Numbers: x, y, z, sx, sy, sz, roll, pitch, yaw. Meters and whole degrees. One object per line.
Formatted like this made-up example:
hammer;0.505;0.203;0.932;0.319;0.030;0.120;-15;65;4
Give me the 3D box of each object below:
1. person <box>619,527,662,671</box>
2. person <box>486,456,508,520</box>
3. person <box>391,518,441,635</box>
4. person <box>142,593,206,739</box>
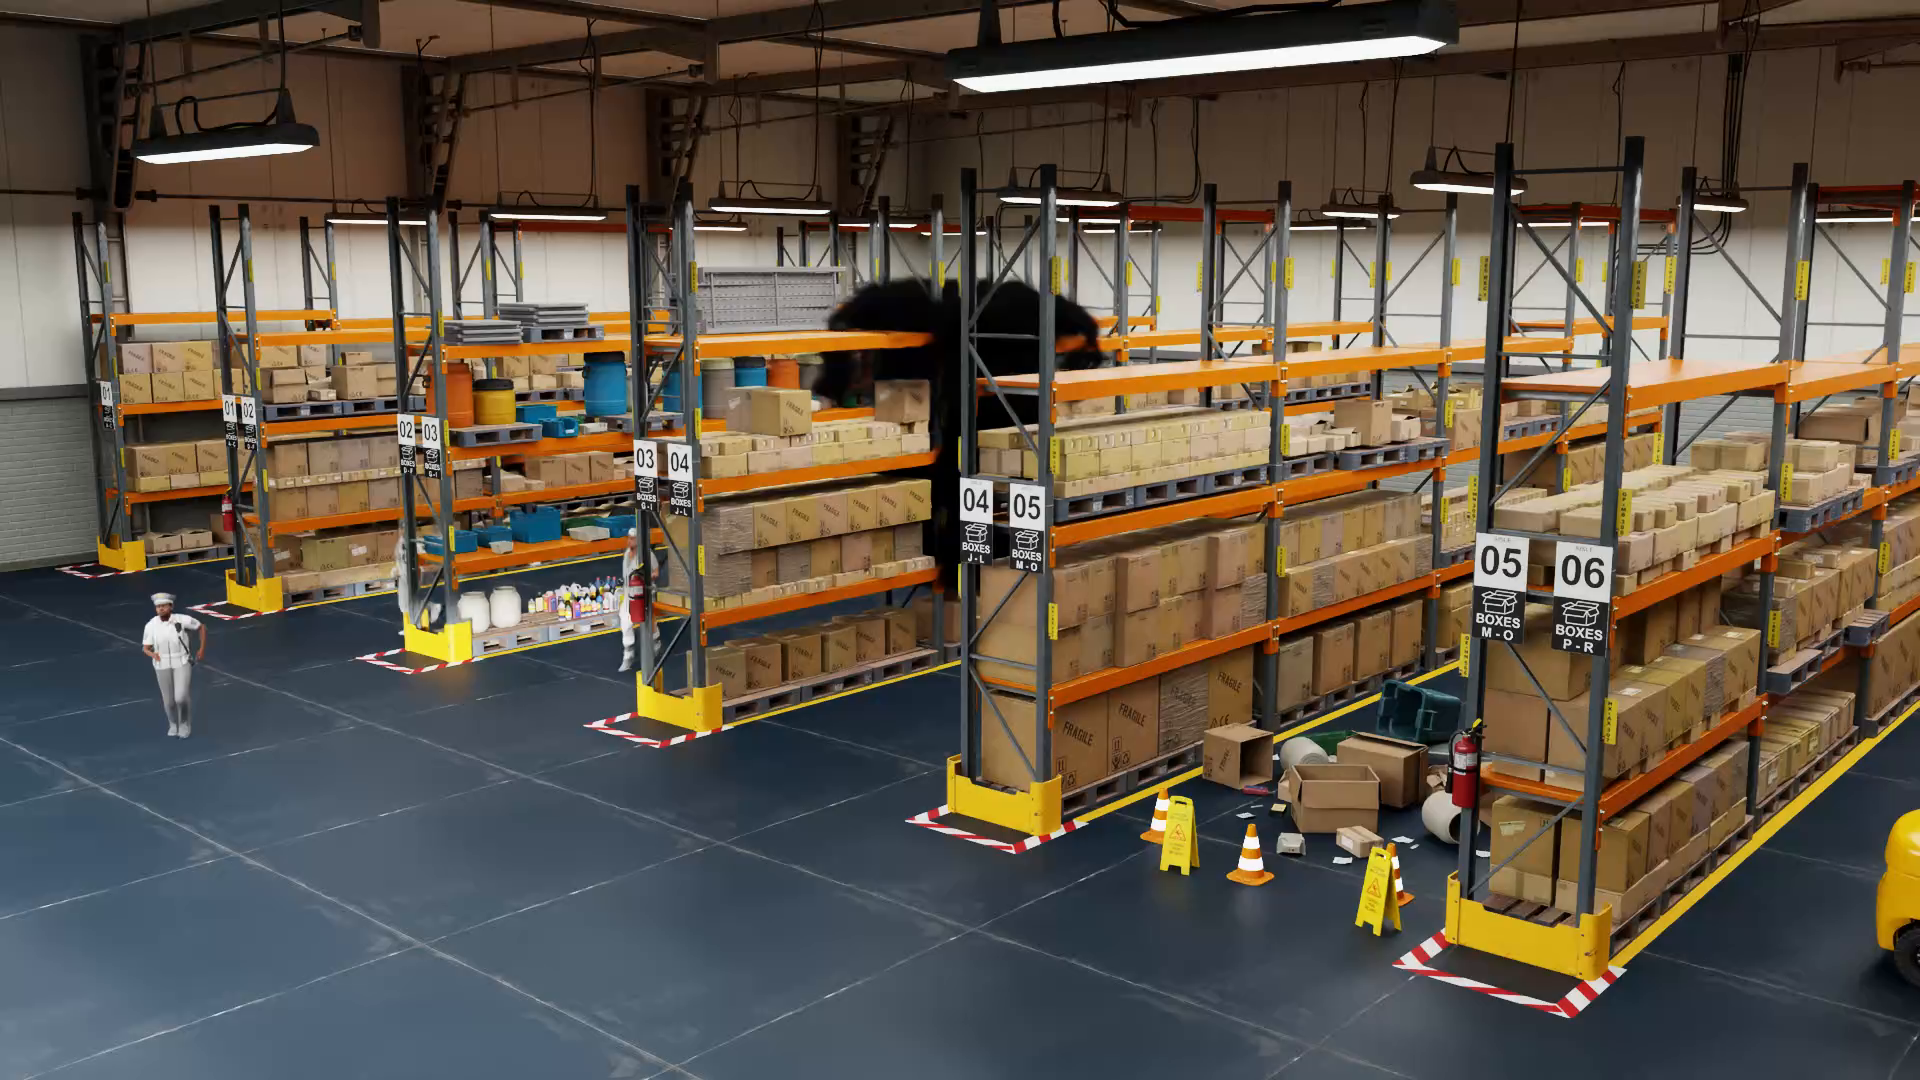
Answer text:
person;-4.101;0.749;21.438;0.620;1.851;0.799;4;10;25
person;-8.569;-0.762;30.903;0.588;1.628;0.758;6;11;33
person;-7.660;0.482;23.353;0.650;1.648;0.627;9;13;42
person;-8.487;1.363;17.981;0.589;1.653;0.811;-2;10;-14
